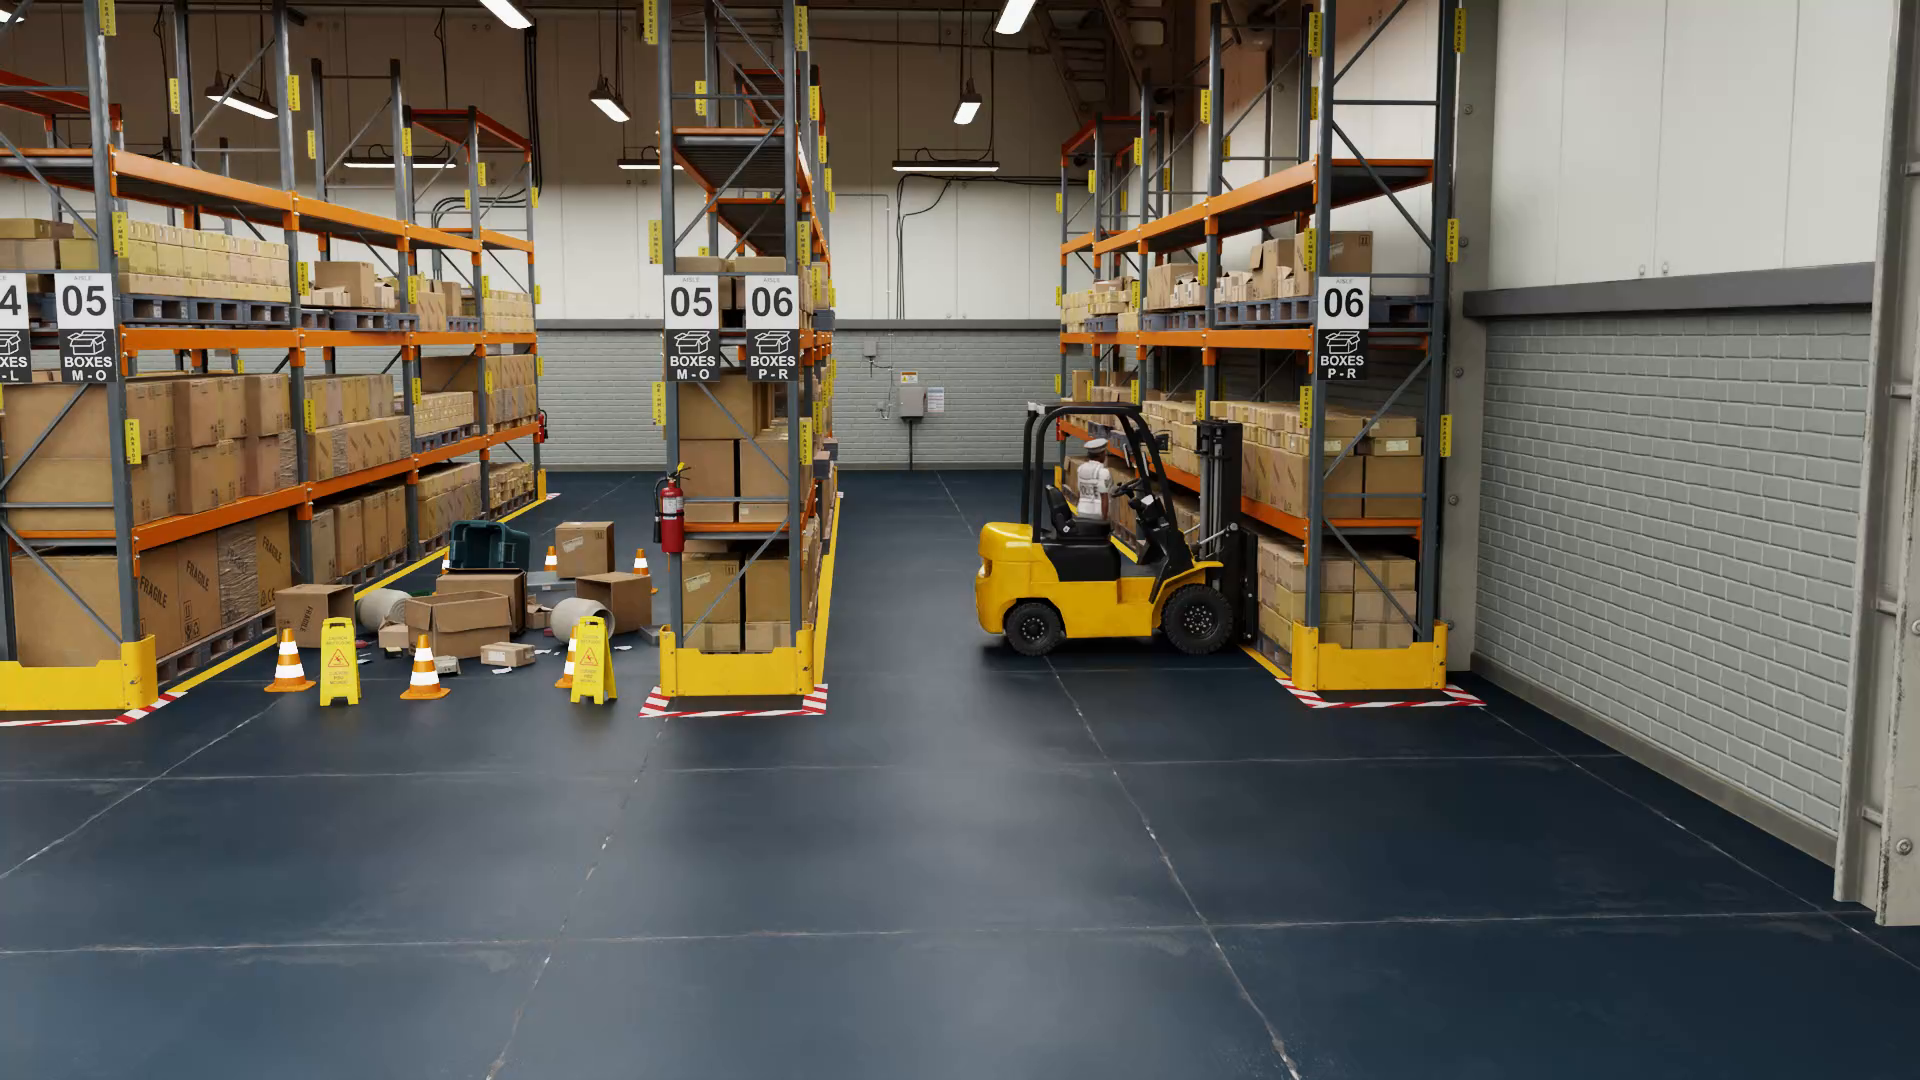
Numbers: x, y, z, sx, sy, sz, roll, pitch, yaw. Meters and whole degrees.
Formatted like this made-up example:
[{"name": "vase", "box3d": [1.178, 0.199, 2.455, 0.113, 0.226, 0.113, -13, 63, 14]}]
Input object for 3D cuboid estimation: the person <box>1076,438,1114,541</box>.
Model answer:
[{"name": "person", "box3d": [1.384, -0.227, 17.449, 0.467, 1.680, 0.630, 6, 9, 40]}]
